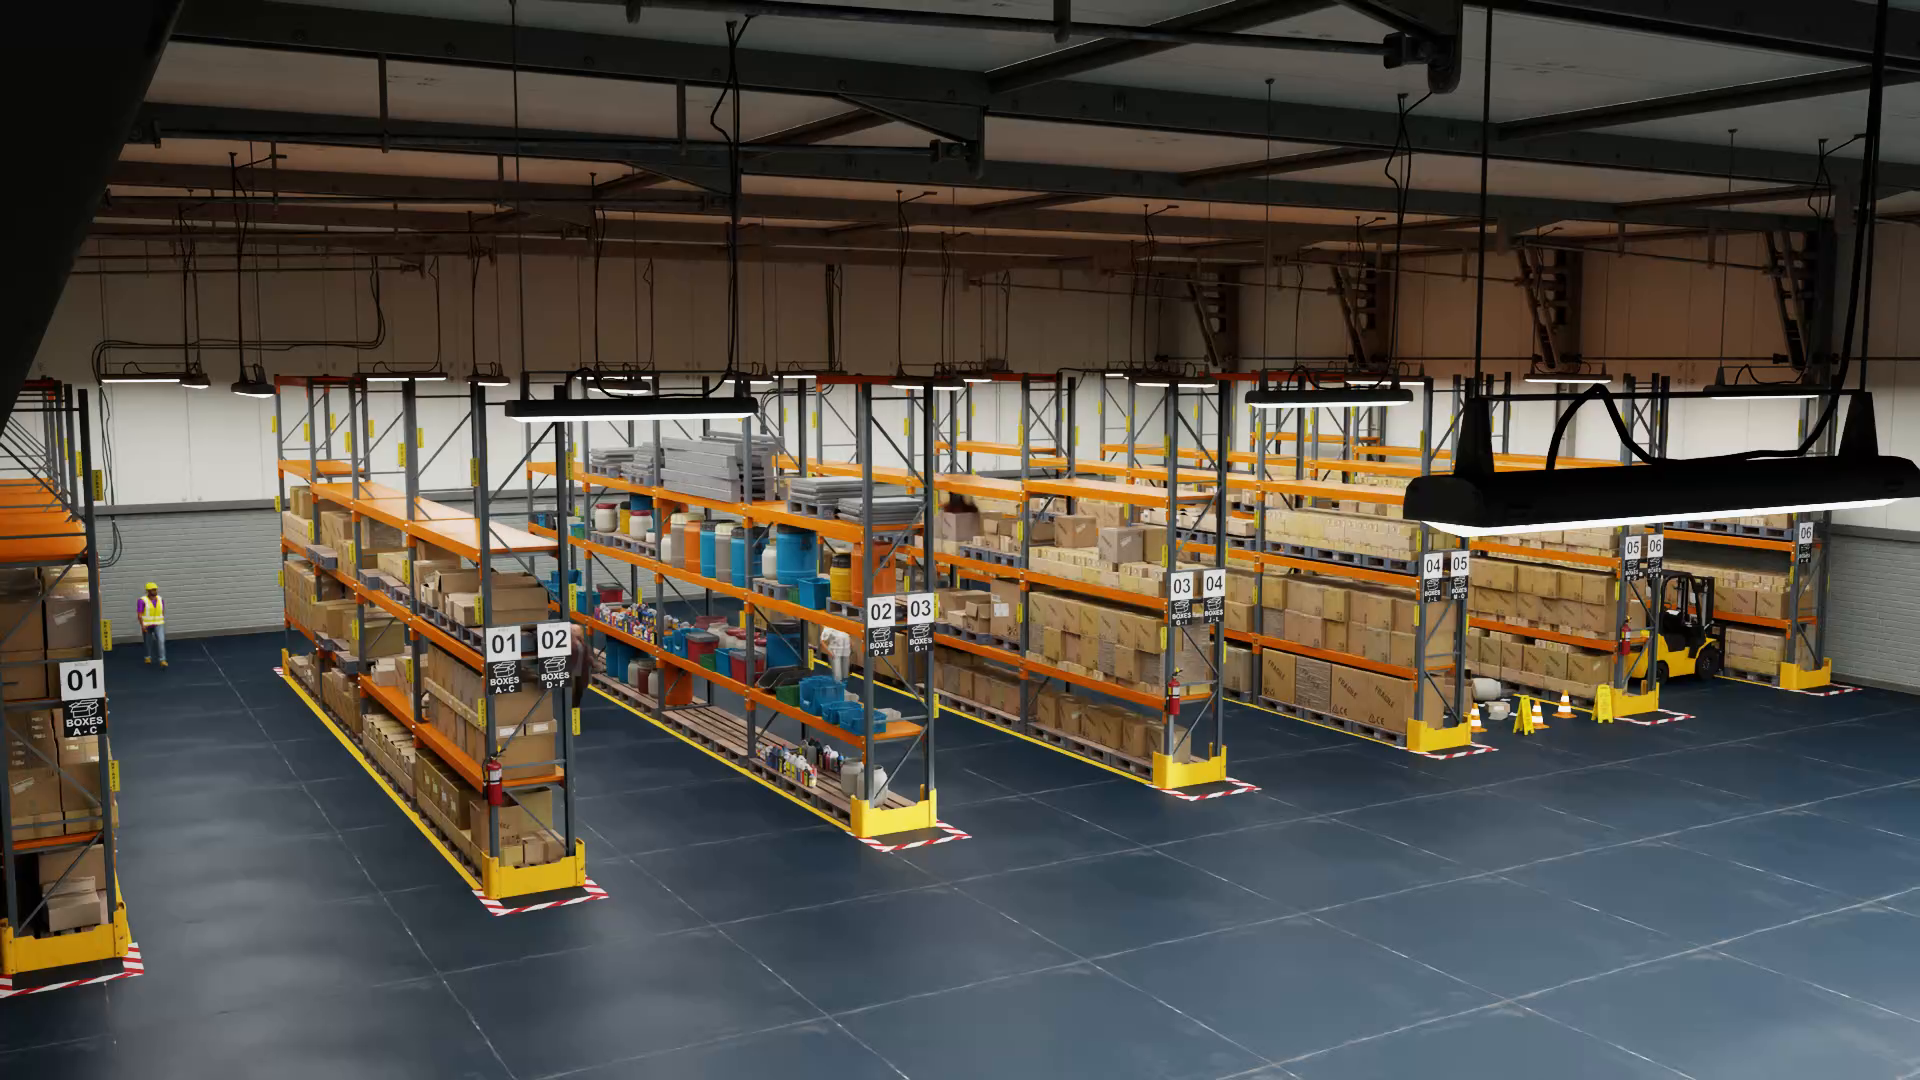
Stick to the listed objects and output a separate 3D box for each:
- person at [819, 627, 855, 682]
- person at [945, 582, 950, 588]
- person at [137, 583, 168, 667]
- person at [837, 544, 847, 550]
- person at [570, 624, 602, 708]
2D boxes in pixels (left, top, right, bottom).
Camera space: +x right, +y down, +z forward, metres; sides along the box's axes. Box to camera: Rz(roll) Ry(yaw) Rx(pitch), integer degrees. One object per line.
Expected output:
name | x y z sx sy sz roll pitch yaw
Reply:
person | -2.232 2.115 29.967 0.634 1.687 0.746 -3 7 -23
person | -0.162 1.689 34.876 0.446 1.645 0.950 -3 7 -27
person | -16.536 1.734 34.042 0.541 1.712 1.039 -4 8 -34
person | -2.967 0.918 41.999 0.528 1.642 0.963 -3 7 -25
person | -6.653 2.357 28.818 0.793 1.815 0.918 -3 7 -24
